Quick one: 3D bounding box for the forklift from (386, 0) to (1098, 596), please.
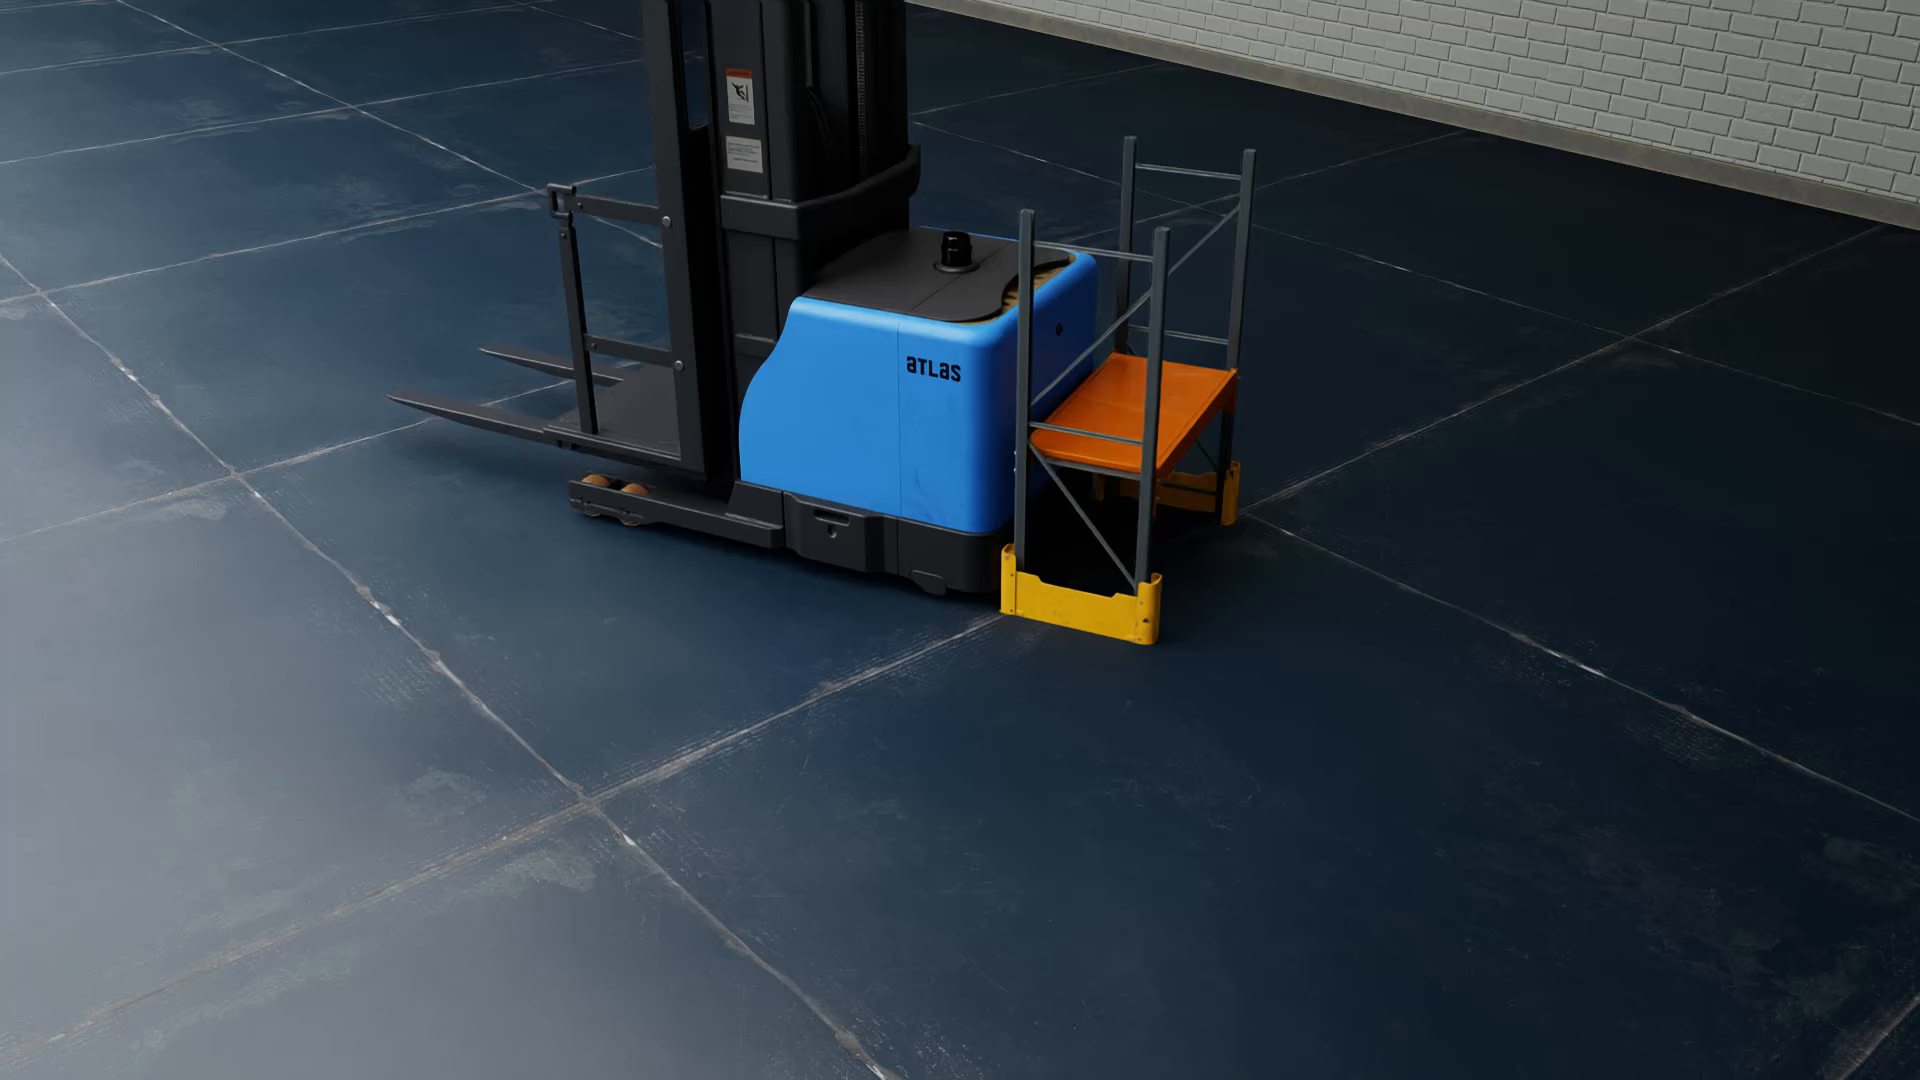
[{"bbox_3d":[-1.013,-1.555,6.370,3.031,2.935,1.130,13,31,23],"label":"forklift"}]

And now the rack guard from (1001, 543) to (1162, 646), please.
[{"bbox_3d":[0.428,0.192,5.944,0.587,0.250,0.087,12,30,21],"label":"rack guard"}]

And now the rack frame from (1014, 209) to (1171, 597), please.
[{"bbox_3d":[0.427,-0.358,5.649,0.500,1.500,0.032,12,30,21],"label":"rack frame"}]

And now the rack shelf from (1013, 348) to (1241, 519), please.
[{"bbox_3d":[0.636,-0.418,6.142,0.538,0.185,1.000,12,30,21],"label":"rack shelf"}]

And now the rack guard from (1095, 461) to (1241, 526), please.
[{"bbox_3d":[0.837,-0.236,6.745,0.587,0.250,0.087,12,30,21],"label":"rack guard"}]

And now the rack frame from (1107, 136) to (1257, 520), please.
[{"bbox_3d":[0.845,-0.795,6.466,0.500,1.500,0.032,12,30,21],"label":"rack frame"}]

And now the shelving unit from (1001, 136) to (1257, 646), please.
[{"bbox_3d":[0.632,-0.573,6.050,0.587,1.500,1.083,12,30,21],"label":"shelving unit"}]
